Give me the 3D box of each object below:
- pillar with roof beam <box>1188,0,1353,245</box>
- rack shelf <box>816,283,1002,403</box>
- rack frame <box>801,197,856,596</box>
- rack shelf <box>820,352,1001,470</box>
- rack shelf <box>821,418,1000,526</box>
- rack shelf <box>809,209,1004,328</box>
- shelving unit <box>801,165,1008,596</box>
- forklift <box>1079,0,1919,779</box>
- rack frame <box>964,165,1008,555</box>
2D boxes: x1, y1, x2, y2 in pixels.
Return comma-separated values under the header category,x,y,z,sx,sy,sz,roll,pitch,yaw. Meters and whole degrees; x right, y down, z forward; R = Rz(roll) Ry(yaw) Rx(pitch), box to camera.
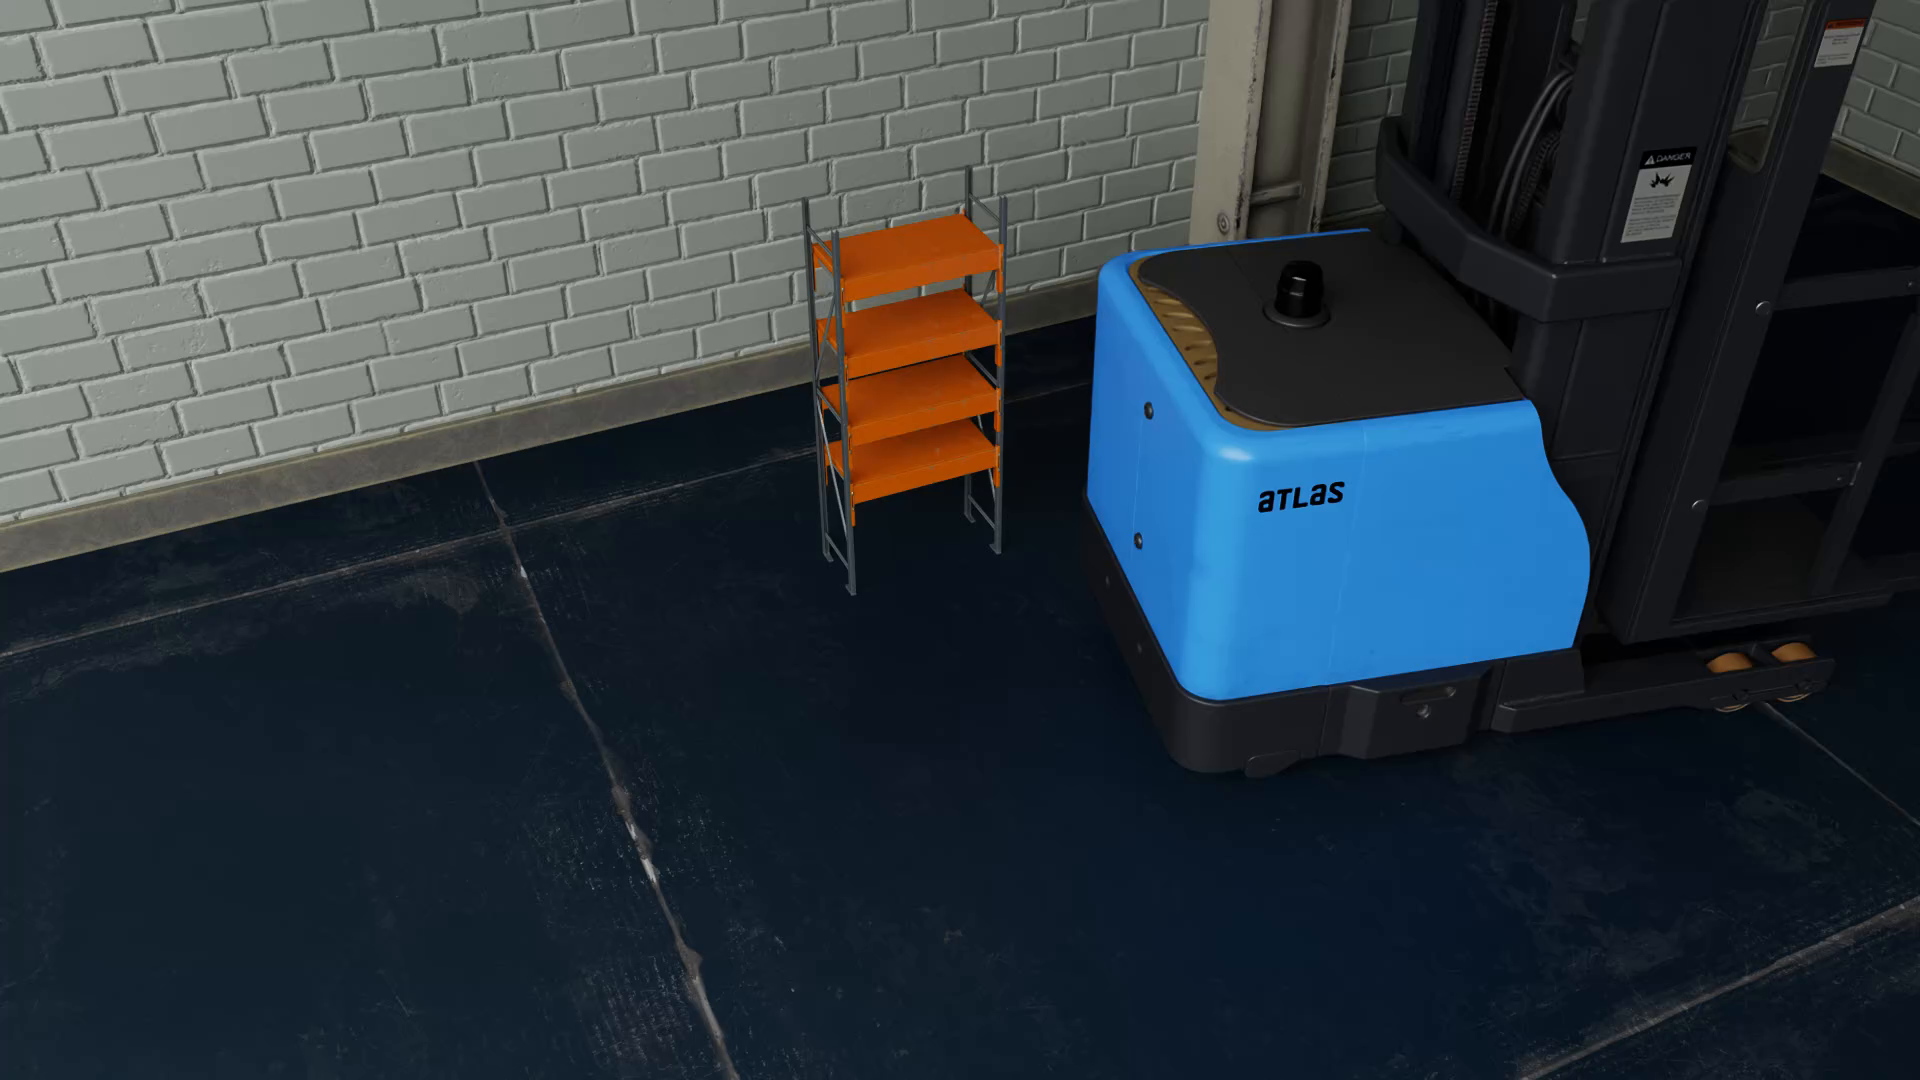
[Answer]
category,x,y,z,sx,sy,sz,roll,pitch,yaw
pillar with roof beam,2.960,-2.256,0.738,0.400,9.000,9.100,-16,39,-20
rack shelf,-0.150,-0.566,4.743,0.480,0.148,0.258,-16,39,-20
rack frame,-0.371,-0.378,4.753,0.015,1.200,0.240,-16,39,-20
rack shelf,-0.150,-0.386,4.876,0.480,0.148,0.258,-16,39,-20
rack shelf,-0.150,-0.226,4.994,0.480,0.148,0.258,-16,39,-20
rack shelf,-0.150,-0.756,4.602,0.480,0.148,0.258,-16,39,-20
shelving unit,-0.150,-0.440,4.836,0.503,1.200,0.258,-16,39,-20
forklift,1.933,-1.002,4.140,3.031,2.935,1.130,-8,37,-10
rack frame,0.071,-0.502,4.919,0.015,1.200,0.240,-16,39,-20
